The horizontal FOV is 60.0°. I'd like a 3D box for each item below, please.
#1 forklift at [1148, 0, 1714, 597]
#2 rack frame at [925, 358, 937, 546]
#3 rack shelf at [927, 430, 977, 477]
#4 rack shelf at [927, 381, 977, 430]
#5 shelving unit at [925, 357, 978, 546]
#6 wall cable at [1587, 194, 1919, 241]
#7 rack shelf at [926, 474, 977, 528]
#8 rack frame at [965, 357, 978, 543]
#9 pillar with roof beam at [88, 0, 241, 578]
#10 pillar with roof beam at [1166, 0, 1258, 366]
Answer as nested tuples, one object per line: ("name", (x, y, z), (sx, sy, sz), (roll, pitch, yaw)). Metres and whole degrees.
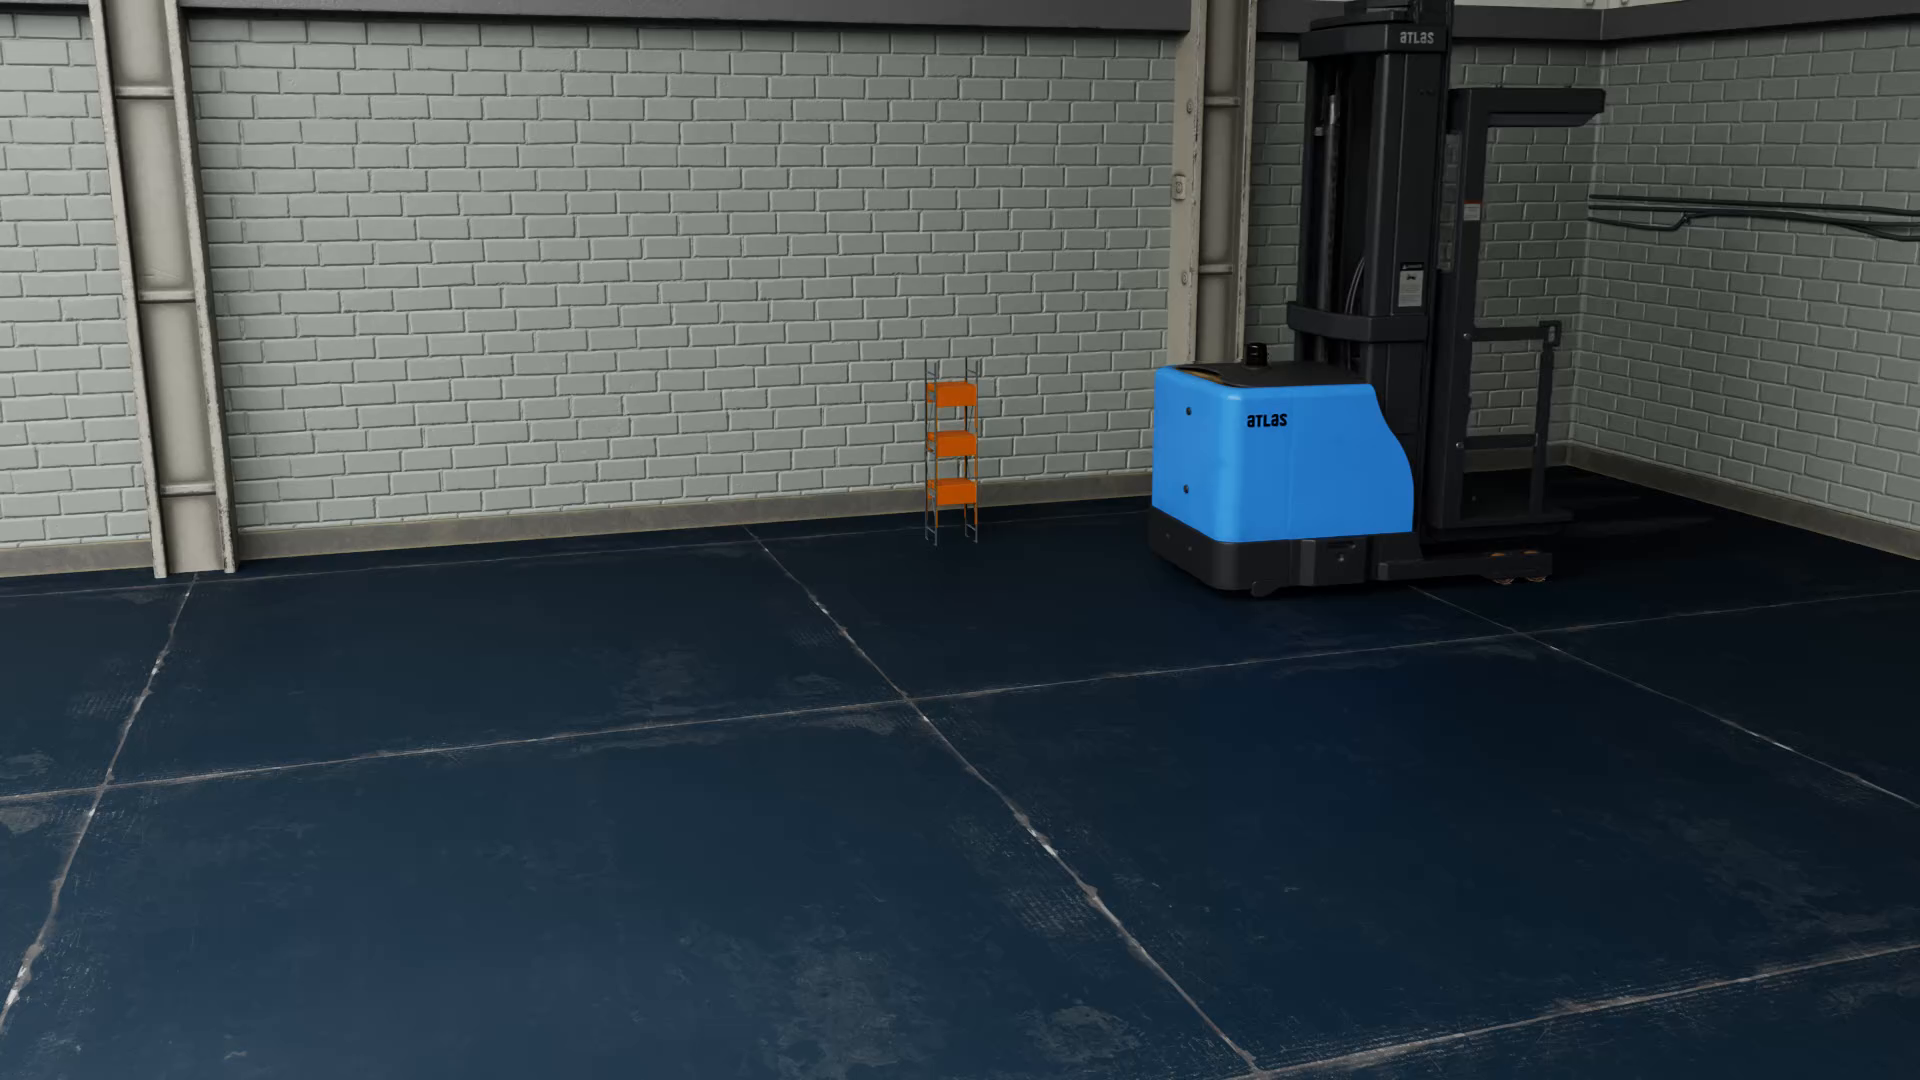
("forklift", (2.610, -1.307, 8.802), (3.031, 2.935, 1.130), (-4, 14, -15))
("rack frame", (-0.166, -0.498, 9.467), (0.008, 1.050, 0.200), (-4, 14, -18))
("rack shelf", (-0.051, -0.497, 9.507), (0.240, 0.259, 0.215), (-4, 14, -18))
("rack shelf", (-0.051, -0.773, 9.441), (0.240, 0.259, 0.215), (-4, 14, -18))
("shelving unit", (-0.051, -0.507, 9.505), (0.252, 1.050, 0.215), (-4, 14, -18))
("wall cable", (4.782, -3.084, 9.870), (0.112, 2.526, 3.097), (-4, 14, -18))
("rack shelf", (-0.051, -0.226, 9.571), (0.240, 0.259, 0.215), (-4, 14, -18))
("rack frame", (0.065, -0.516, 9.543), (0.008, 1.050, 0.200), (-4, 14, -18))
("pillar with roof beam", (-2.745, -3.280, 3.985), (0.400, 9.000, 9.100), (-4, 14, -18))
("pillar with roof beam", (2.942, -3.723, 5.847), (0.400, 9.000, 9.100), (-4, 14, -18))
